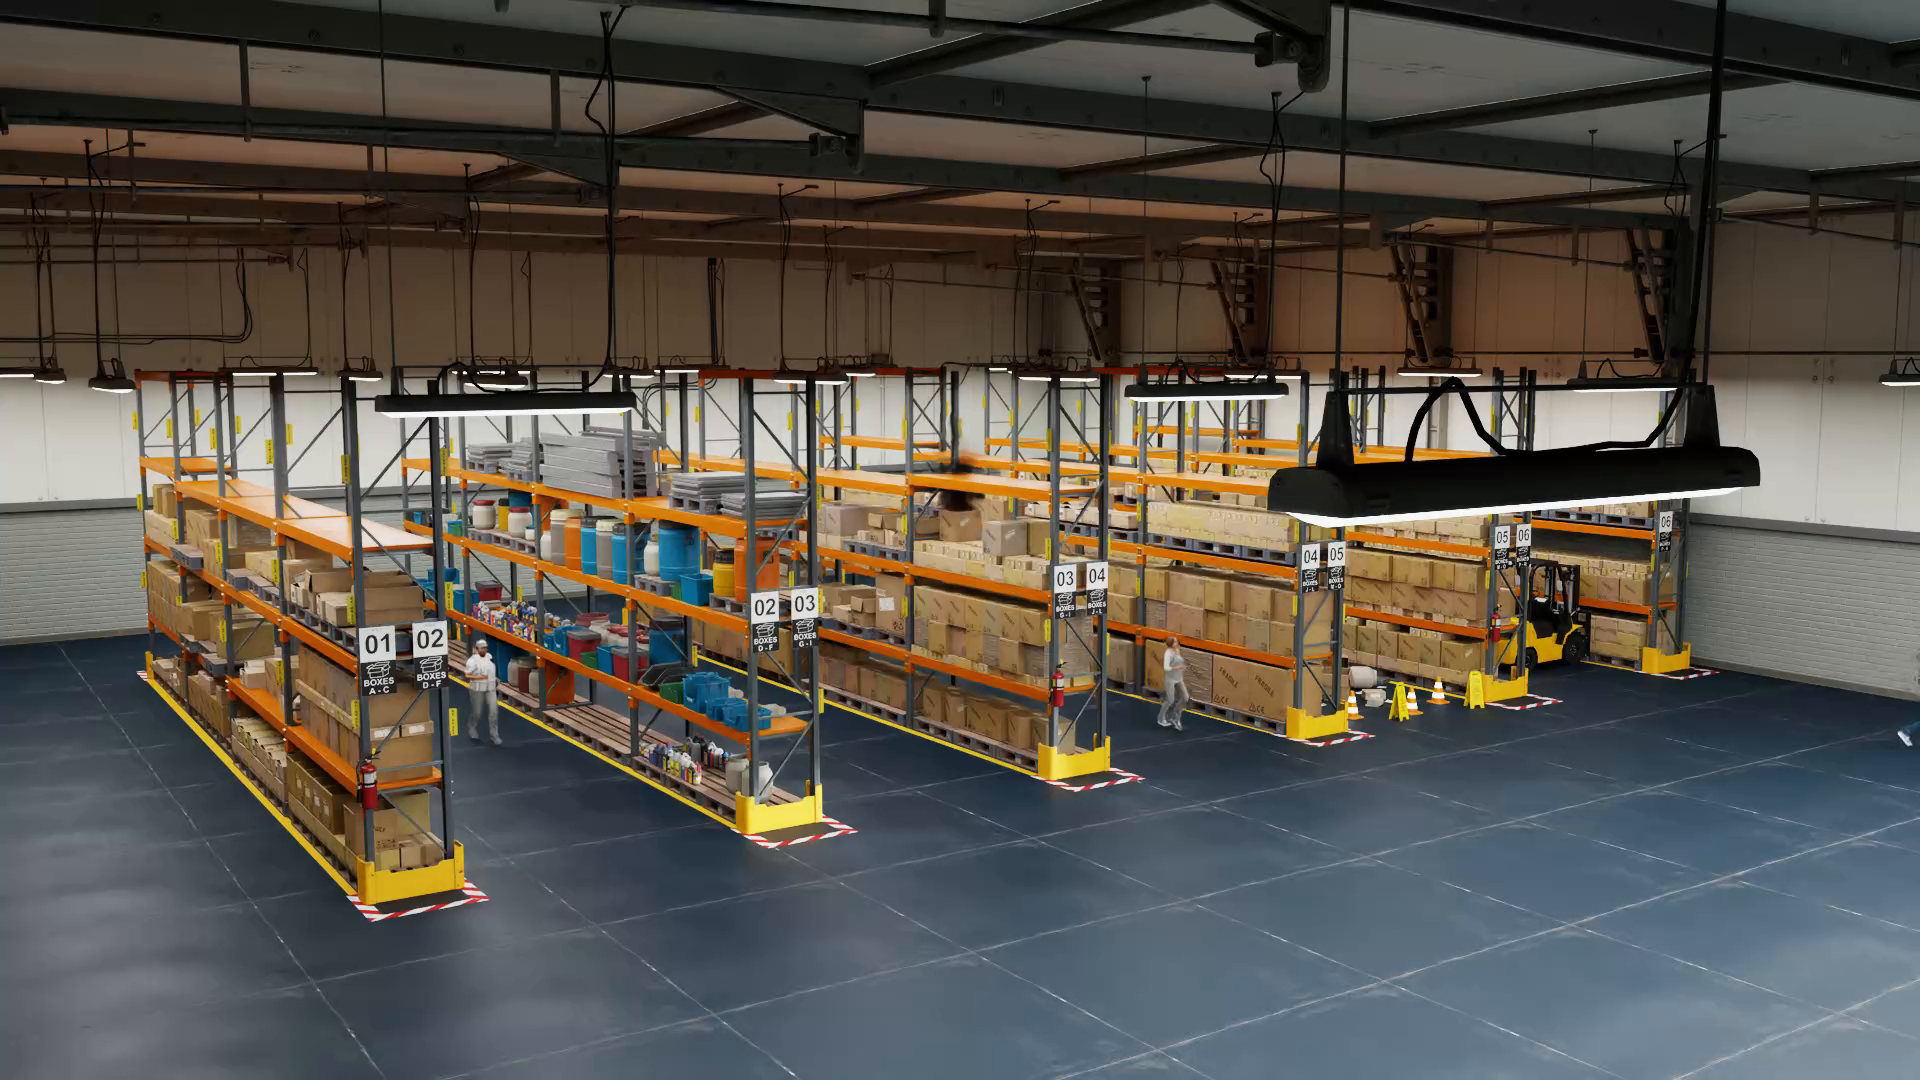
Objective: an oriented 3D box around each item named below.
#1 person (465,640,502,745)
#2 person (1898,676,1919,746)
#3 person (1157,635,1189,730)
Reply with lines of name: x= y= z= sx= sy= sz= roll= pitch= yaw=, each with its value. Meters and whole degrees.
person: x=-7.736 y=2.440 z=26.968 sx=0.606 sy=1.666 sz=0.873 roll=-6 pitch=9 yaw=-41
person: x=15.376 y=2.562 z=26.316 sx=0.882 sy=1.578 sz=0.543 roll=4 pitch=7 yaw=29
person: x=3.593 y=2.395 z=27.877 sx=0.640 sy=1.618 sz=0.514 roll=6 pitch=9 yaw=44
